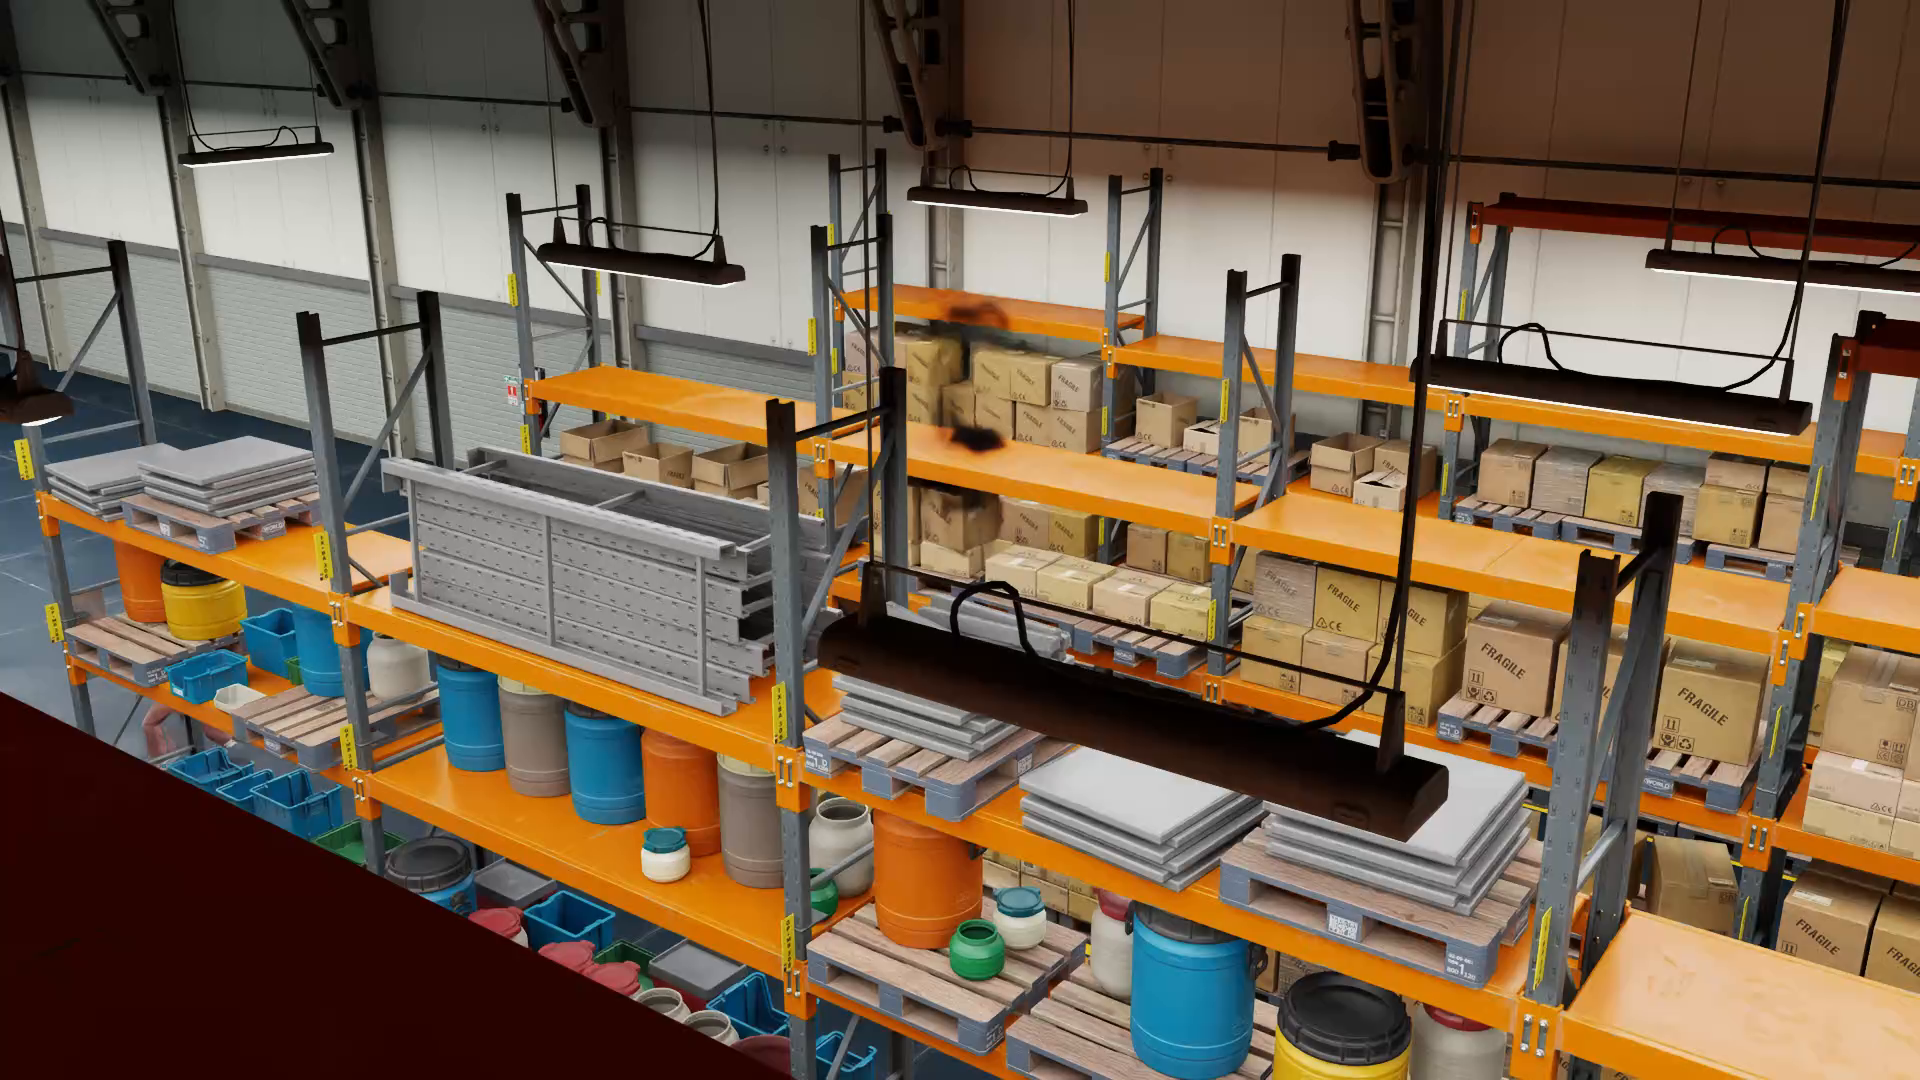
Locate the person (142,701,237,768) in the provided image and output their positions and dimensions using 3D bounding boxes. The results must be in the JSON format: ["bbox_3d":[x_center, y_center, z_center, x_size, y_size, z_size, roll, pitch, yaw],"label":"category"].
[{"bbox_3d":[-8.270,1.655,17.626,0.954,1.541,0.619,-7,20,-19],"label":"person"}]

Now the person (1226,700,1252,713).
[{"bbox_3d":[2.599,2.211,15.899,0.593,1.688,0.665,16,24,39],"label":"person"}]
